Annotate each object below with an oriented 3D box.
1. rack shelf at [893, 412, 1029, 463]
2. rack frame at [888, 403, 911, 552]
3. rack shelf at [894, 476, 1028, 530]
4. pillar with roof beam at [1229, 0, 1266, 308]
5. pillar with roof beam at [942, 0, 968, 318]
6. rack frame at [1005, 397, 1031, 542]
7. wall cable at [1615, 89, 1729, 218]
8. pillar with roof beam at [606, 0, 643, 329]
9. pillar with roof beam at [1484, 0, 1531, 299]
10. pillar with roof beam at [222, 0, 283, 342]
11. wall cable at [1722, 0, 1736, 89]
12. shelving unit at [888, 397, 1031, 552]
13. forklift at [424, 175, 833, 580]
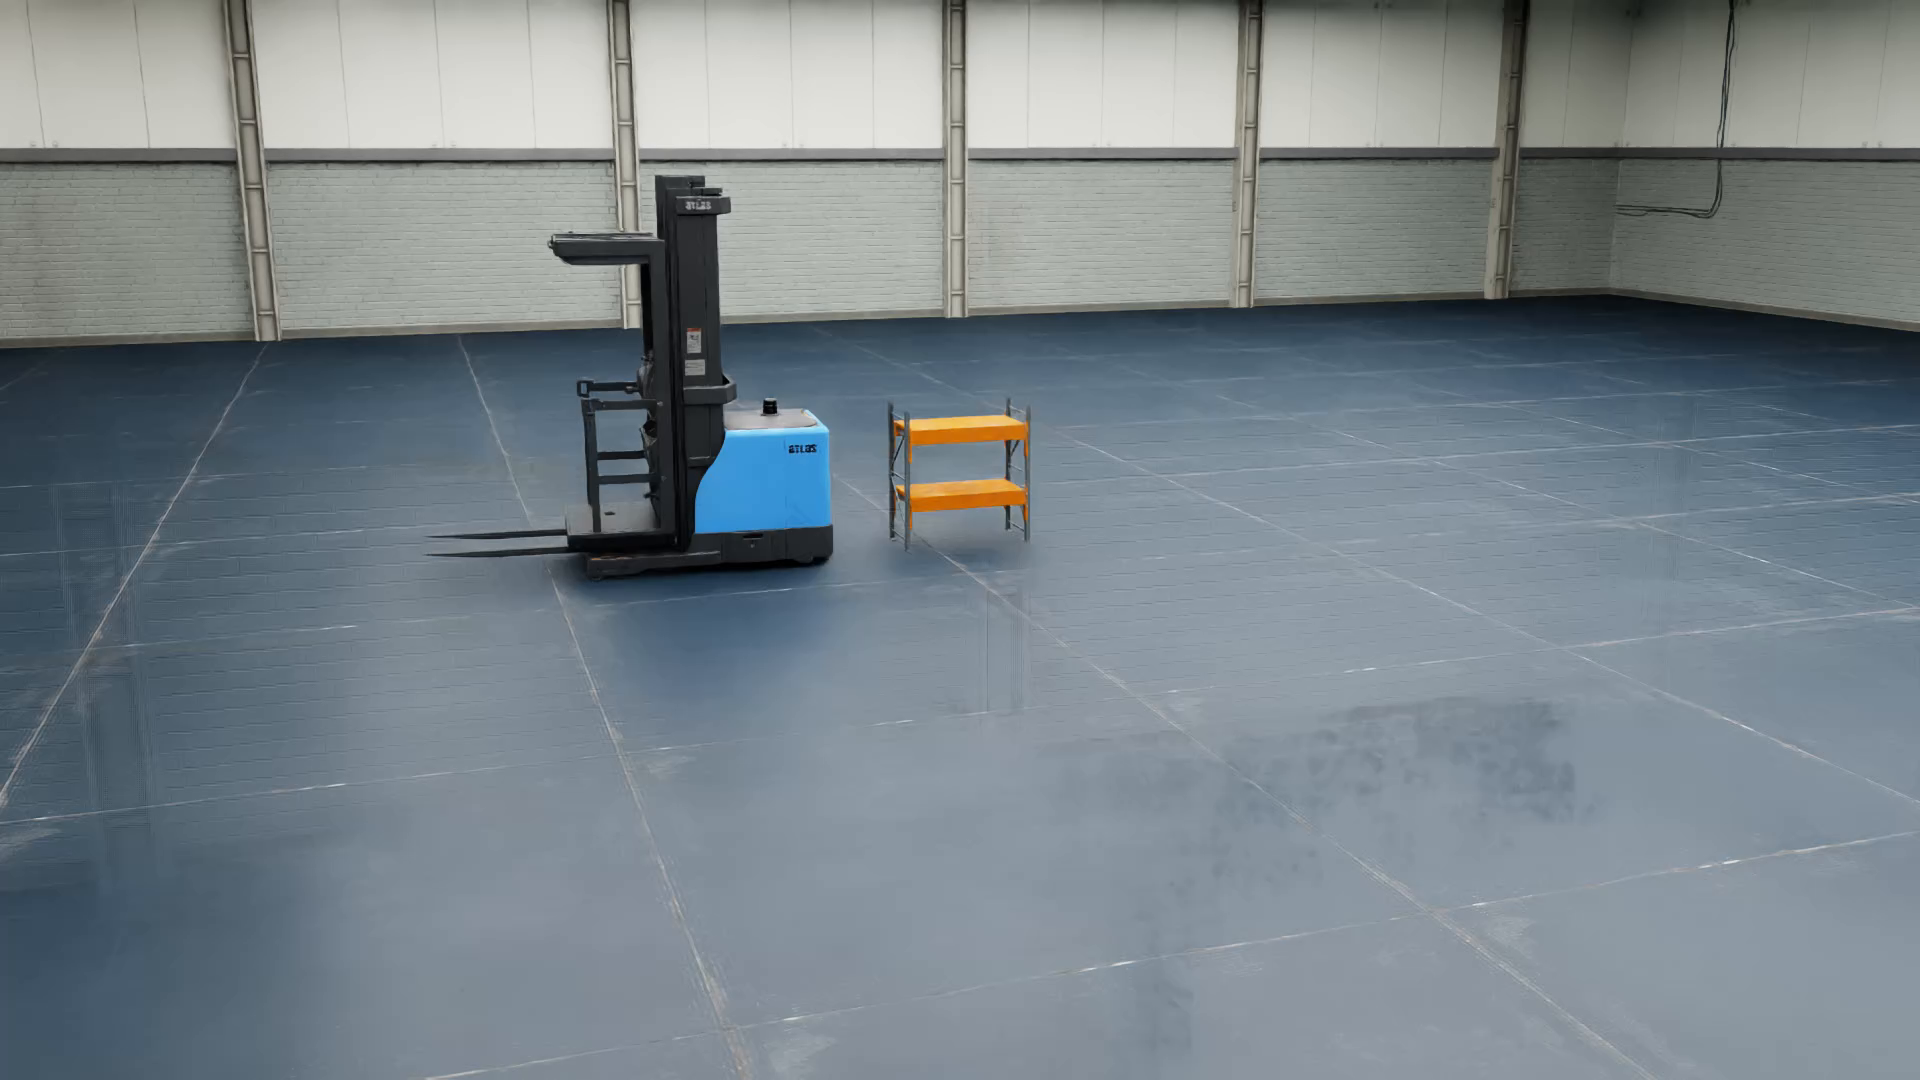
[{"bbox_3d":[-0.006,-0.831,13.443,1.000,0.278,0.538,-4,14,-18],"label":"rack shelf"},{"bbox_3d":[-0.488,-0.509,13.353,0.032,1.125,0.500,-4,14,-18],"label":"rack frame"},{"bbox_3d":[-0.006,-0.309,13.567,1.000,0.278,0.538,-4,14,-18],"label":"rack shelf"},{"bbox_3d":[6.973,-8.078,28.158,0.400,9.000,9.100,-4,14,-18],"label":"pillar with roof beam"},{"bbox_3d":[1.287,-7.635,26.296,0.400,9.000,9.100,-4,14,-18],"label":"pillar with roof beam"},{"bbox_3d":[0.475,-0.584,13.668,0.032,1.125,0.500,-4,14,-18],"label":"rack frame"},{"bbox_3d":[14.501,-7.882,34.043,0.112,2.526,3.097,-4,14,-18],"label":"wall cable"},{"bbox_3d":[-4.400,-7.192,24.434,0.400,9.000,9.100,-4,14,-18],"label":"pillar with roof beam"},{"bbox_3d":[12.660,-8.521,30.019,0.400,9.000,9.100,-4,14,-18],"label":"pillar with roof beam"},{"bbox_3d":[-10.087,-6.750,22.573,0.400,9.000,9.100,-4,14,-18],"label":"pillar with roof beam"},{"bbox_3d":[15.364,-9.746,30.964,0.112,2.526,3.097,-4,14,-18],"label":"wall cable"},{"bbox_3d":[-0.006,-0.547,13.511,1.048,1.125,0.538,-4,14,-18],"label":"shelving unit"},{"bbox_3d":[-2.558,-1.261,12.610,3.031,2.935,1.130,-3,14,-14],"label":"forklift"}]
